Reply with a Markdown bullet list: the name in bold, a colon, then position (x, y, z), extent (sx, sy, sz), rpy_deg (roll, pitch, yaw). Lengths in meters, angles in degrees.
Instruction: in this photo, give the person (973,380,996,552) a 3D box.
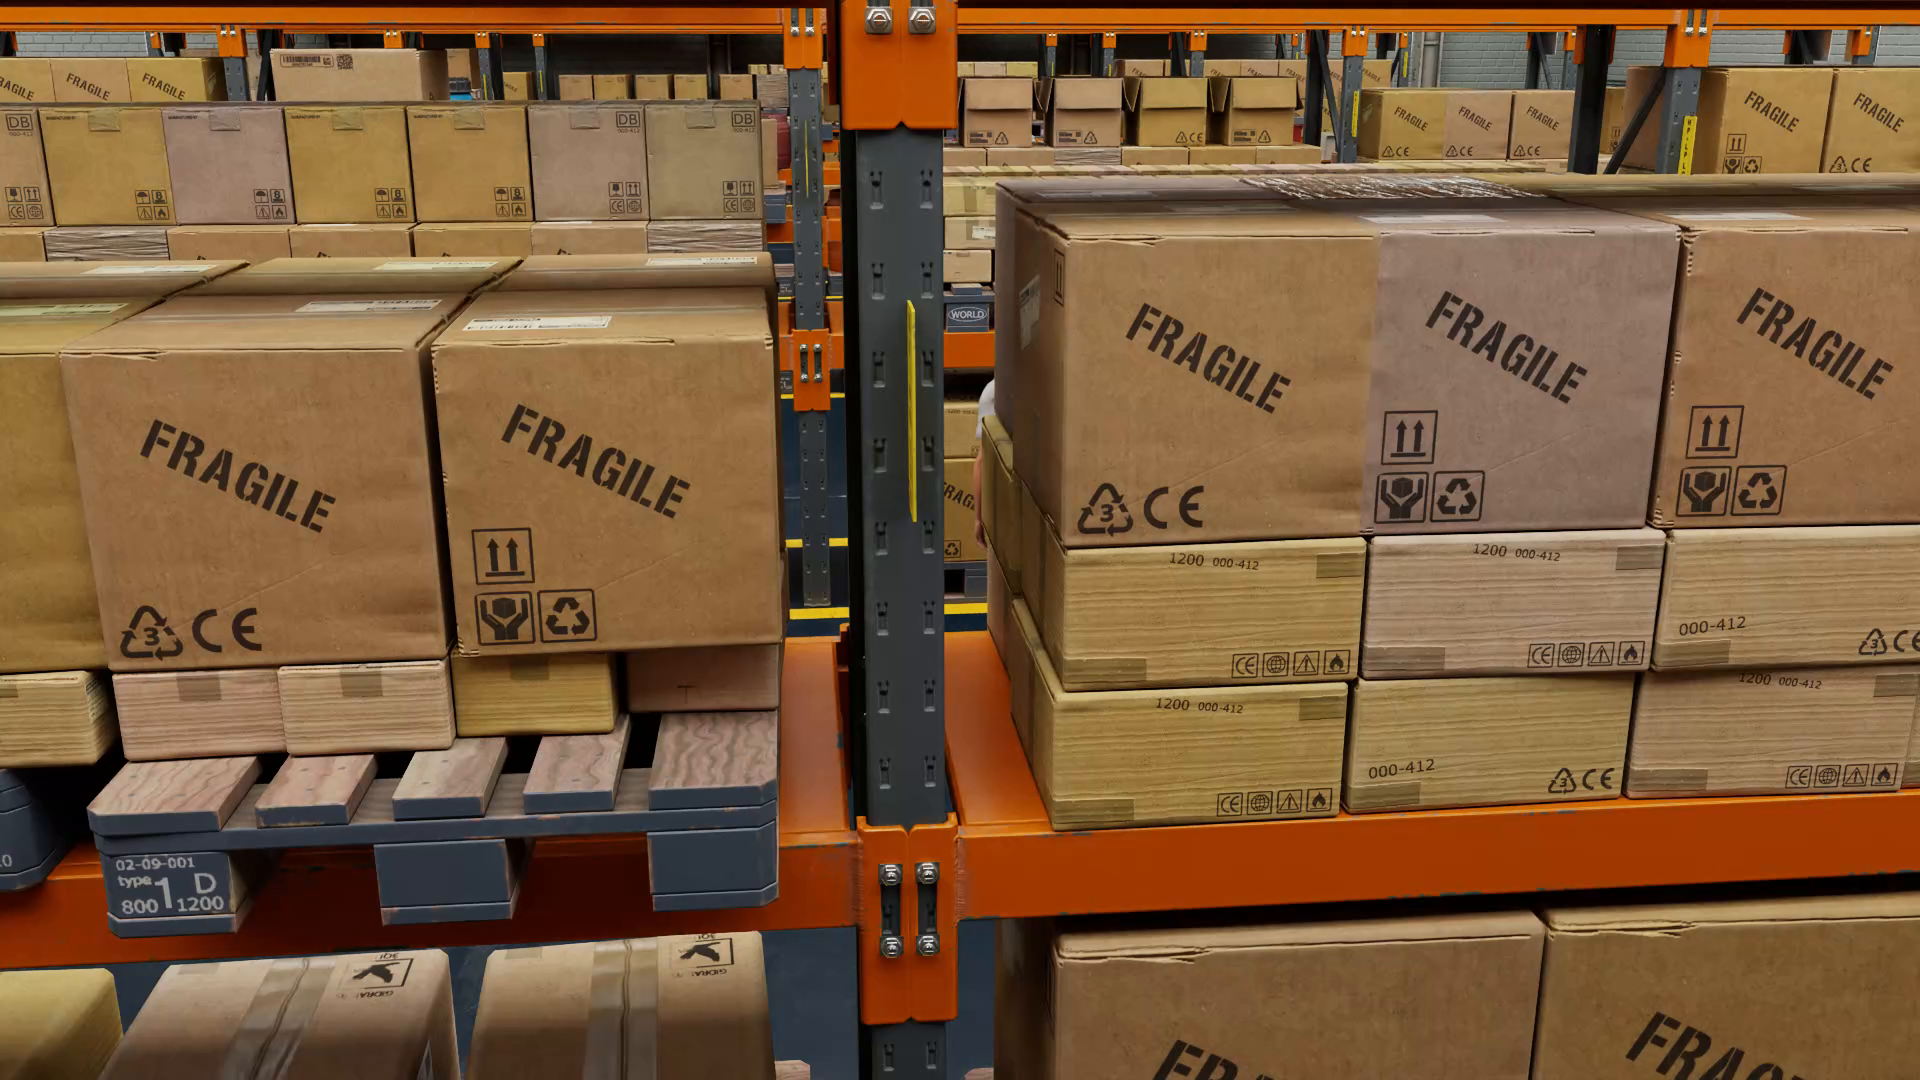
- **person**: position (0.287, -0.071, 6.279), extent (0.484, 1.672, 0.360), rpy_deg (-2, 17, -6)
